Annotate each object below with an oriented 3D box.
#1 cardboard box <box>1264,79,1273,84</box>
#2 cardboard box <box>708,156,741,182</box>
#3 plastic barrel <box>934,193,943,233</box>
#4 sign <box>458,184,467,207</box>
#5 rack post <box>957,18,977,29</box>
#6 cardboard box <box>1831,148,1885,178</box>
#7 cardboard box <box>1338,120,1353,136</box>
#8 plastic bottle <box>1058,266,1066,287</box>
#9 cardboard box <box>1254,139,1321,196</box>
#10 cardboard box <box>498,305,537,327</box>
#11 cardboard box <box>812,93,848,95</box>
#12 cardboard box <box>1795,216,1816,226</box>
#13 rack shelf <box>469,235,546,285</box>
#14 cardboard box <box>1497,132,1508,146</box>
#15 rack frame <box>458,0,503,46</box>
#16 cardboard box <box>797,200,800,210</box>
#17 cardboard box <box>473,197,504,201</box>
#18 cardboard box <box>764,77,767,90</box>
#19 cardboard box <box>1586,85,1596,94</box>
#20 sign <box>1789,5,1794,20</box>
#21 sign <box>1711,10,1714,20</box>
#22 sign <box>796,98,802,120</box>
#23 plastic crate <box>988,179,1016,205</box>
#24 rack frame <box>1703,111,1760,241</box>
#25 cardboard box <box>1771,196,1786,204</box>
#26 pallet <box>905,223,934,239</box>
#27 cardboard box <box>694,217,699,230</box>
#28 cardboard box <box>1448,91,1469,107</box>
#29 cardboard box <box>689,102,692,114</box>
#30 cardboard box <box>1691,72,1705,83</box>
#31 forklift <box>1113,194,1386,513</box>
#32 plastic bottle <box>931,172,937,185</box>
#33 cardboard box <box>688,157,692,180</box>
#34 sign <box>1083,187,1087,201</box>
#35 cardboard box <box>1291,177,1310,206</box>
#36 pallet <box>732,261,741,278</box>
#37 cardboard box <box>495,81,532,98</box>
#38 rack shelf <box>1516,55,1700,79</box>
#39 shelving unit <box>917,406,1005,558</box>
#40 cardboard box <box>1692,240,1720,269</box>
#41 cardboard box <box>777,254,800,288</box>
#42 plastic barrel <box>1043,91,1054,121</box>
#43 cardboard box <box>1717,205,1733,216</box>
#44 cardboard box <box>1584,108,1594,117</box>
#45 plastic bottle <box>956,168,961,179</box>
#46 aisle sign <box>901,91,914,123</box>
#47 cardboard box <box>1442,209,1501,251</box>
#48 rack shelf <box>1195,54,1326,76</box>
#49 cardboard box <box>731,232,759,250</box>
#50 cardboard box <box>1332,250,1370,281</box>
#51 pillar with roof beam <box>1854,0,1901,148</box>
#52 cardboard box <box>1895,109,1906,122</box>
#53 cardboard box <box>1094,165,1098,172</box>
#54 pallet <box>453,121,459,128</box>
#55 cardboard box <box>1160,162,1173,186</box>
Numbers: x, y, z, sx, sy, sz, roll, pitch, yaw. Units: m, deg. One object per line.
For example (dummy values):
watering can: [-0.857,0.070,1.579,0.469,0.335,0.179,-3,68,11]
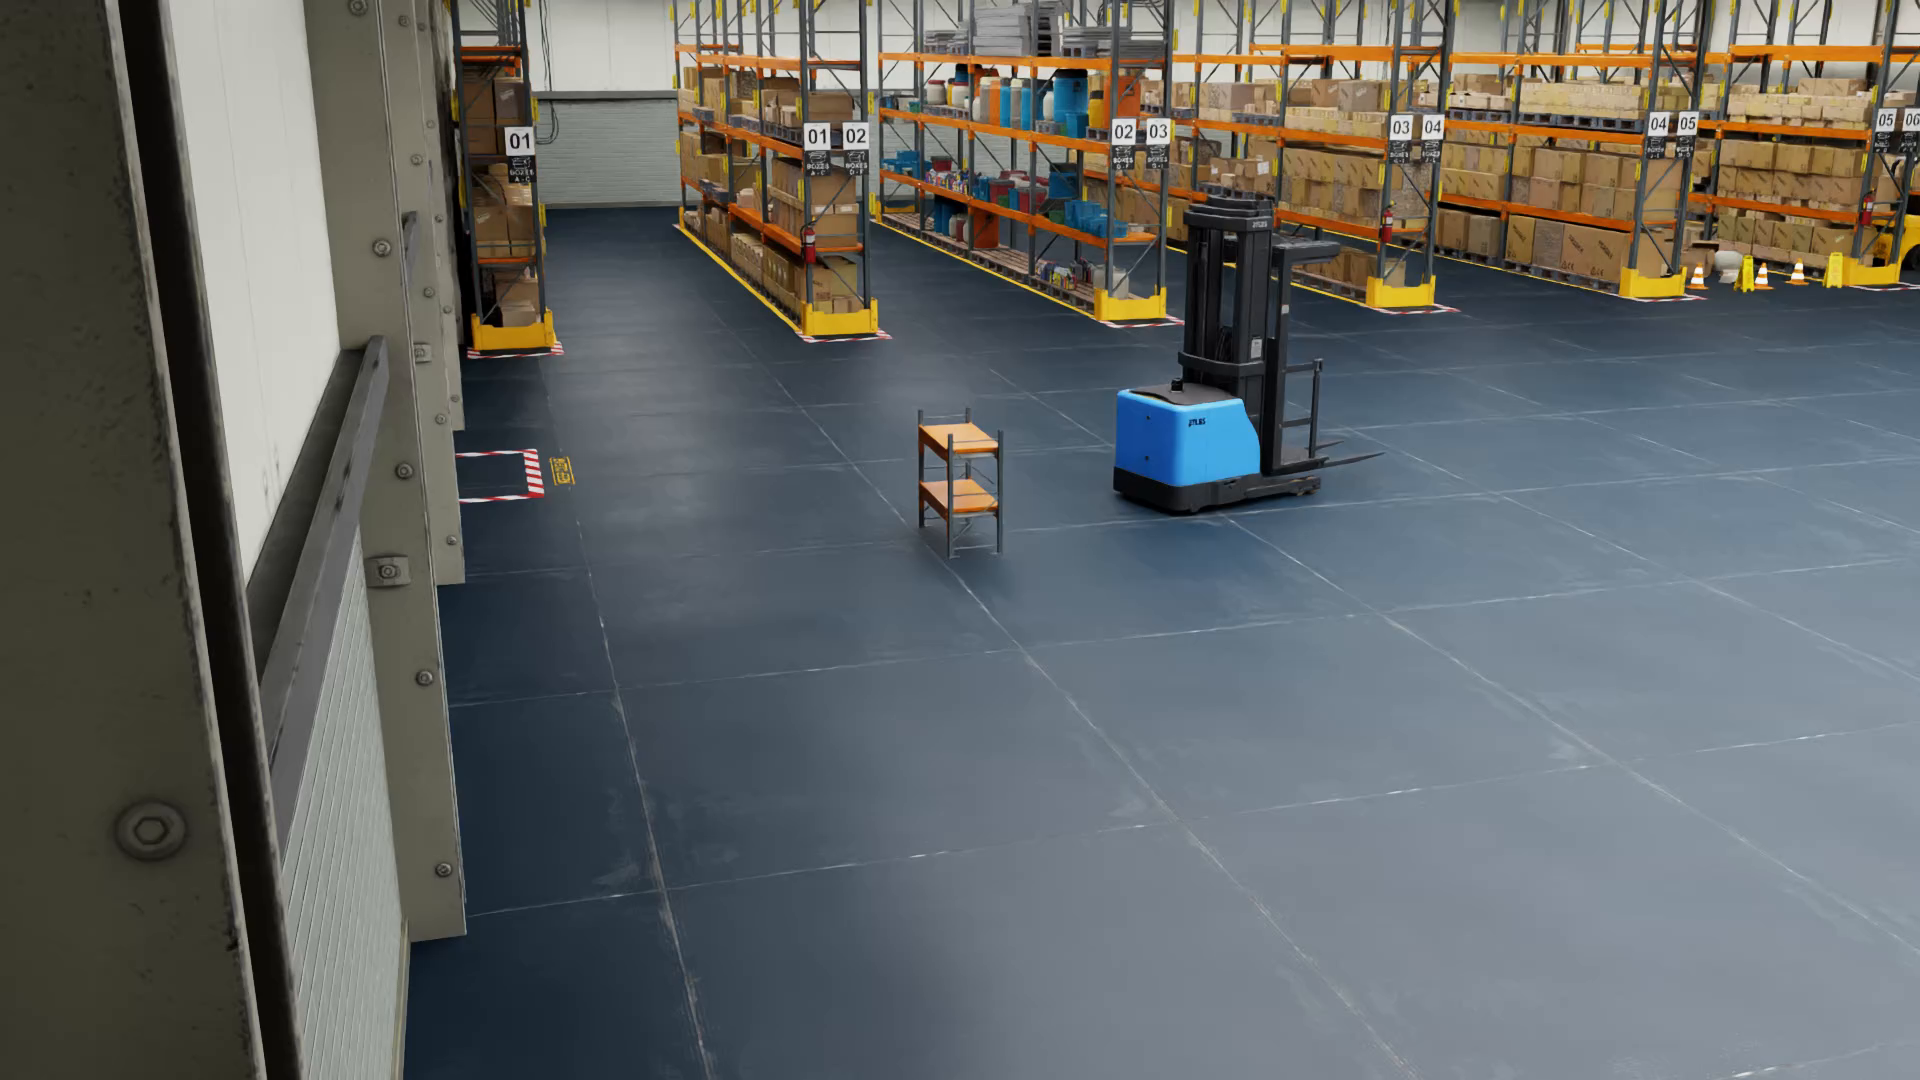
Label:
cardboard box: [8.026,-11.743,42.614,0.380,0.149,0.250,-4,17,-14]
cardboard box: [-5.026,-7.938,35.558,0.700,0.500,0.500,-2,17,-6]
plastic barrel: [-0.294,-7.458,37.780,0.600,0.901,0.708,-5,17,-15]
sign: [-7.195,-4.978,24.047,0.100,0.325,0.005,-5,17,-15]
rack post: [0.363,-10.635,34.115,0.624,0.289,0.986,-5,17,-15]
cardboard box: [16.811,-7.062,31.118,0.700,0.500,0.500,-5,17,-17]
cardboard box: [6.983,-7.244,29.198,0.500,0.250,0.500,-4,17,-14]
plastic bottle: [1.814,-4.665,29.406,0.144,0.351,0.185,-4,17,-13]
cardboard box: [6.449,-7.311,32.603,1.000,1.000,1.000,-5,17,-15]
cardboard box: [-6.759,-3.432,25.371,0.500,0.311,0.500,-7,18,-22]
cardboard box: [-2.087,-6.937,26.769,0.500,0.500,0.500,-5,17,-15]
cardboard box: [16.459,-6.190,32.262,0.380,0.149,0.250,-4,17,-14]
rack shelf: [-7.205,-4.519,26.332,1.077,0.370,4.000,-5,17,-15]
cardboard box: [13.708,-9.971,41.317,0.500,0.500,0.500,-4,17,-15]
rack frame: [-11.052,-11.610,38.257,1.000,3.000,0.127,-5,17,-15]
cardboard box: [-2.392,-5.365,26.596,0.380,0.149,0.250,-4,17,-15]
cardboard box: [-7.264,-5.004,25.617,0.500,0.500,0.500,-5,17,-17]
cardboard box: [-3.303,-8.064,29.896,0.500,0.500,0.500,-3,17,-10]
cardboard box: [11.661,-8.215,30.317,0.380,0.149,0.250,-5,17,-16]
sign: [19.215,-12.188,38.422,0.100,0.325,0.005,-5,17,-15]
sign: [19.167,-13.424,42.397,0.100,0.325,0.005,-5,17,-15]
sign: [-2.419,-6.487,25.016,0.100,0.325,0.005,-5,17,-15]
plastic crate: [0.822,-6.866,32.783,0.402,0.464,0.583,-5,17,-15]
rack frame: [16.062,-7.375,34.589,1.000,3.000,0.127,-5,17,-15]
cardboard box: [16.279,-6.721,32.846,0.380,0.149,0.250,-5,17,-15]
pallet: [-0.667,-7.278,39.112,1.003,0.211,1.213,-5,17,-15]
cardboard box: [-5.827,-7.288,38.208,0.500,0.311,0.500,-5,17,-15]
cardboard box: [10.497,-9.207,34.725,0.500,0.311,0.500,-5,17,-16]
cardboard box: [-5.853,-9.778,37.633,0.500,0.250,0.500,-5,17,-15]
cardboard box: [18.785,-11.809,42.430,0.396,0.266,0.258,-5,17,-16]
forklift: [3.056,-1.968,16.705,3.031,2.935,1.130,-10,20,-31]
plastic bottle: [-0.566,-8.094,37.199,0.152,0.276,0.135,-5,17,-15]
cardboard box: [-6.004,-8.614,38.538,0.500,0.500,0.500,-4,17,-15]
sign: [2.303,-6.373,30.772,0.100,0.325,0.005,-5,17,-15]
cardboard box: [6.701,-6.512,31.024,0.875,0.500,0.500,-5,17,-15]
pallet: [-3.903,-5.350,32.693,1.003,0.211,1.213,-5,17,-15]
cardboard box: [-6.617,-6.552,24.688,0.500,0.500,0.500,-5,17,-16]
rack shelf: [11.880,-8.740,30.650,1.077,0.370,4.000,-5,17,-15]
shelving unit: [-0.002,-0.541,15.094,0.538,1.125,1.048,-5,17,-15]
cardboard box: [15.048,-5.776,33.604,0.500,0.500,0.500,7,18,23]
cardboard box: [-2.752,-4.485,27.714,0.500,0.500,0.500,-5,17,-15]
plastic barrel: [1.700,-7.757,29.721,0.421,0.512,0.421,0,17,0]
cardboard box: [19.137,-8.263,41.160,0.500,0.500,0.500,-4,17,-13]
cardboard box: [11.663,-7.832,30.427,0.380,0.149,0.250,-5,17,-15]
plastic bottle: [0.001,-8.150,37.253,0.144,0.351,0.185,-5,17,-15]
aisle sign: [-1.265,-10.808,41.497,0.394,0.787,0.004,-5,17,-15]
cardboard box: [10.811,-6.512,34.894,1.050,0.750,0.750,-5,17,-15]
rack shelf: [5.984,-9.482,33.121,1.077,0.370,4.000,-5,17,-15]
cardboard box: [-4.230,-5.901,32.756,0.500,0.311,0.500,-4,17,-13]
cardboard box: [7.126,-5.001,30.299,0.500,0.500,0.500,-3,17,-10]
pillar with roof beam: [16.820,-11.119,36.623,9.100,9.000,0.400,-5,17,-15]
cardboard box: [17.279,-7.936,30.986,0.500,0.250,0.500,-5,17,-16]
cardboard box: [3.513,-9.169,40.997,0.380,0.149,0.250,-4,17,-14]
pallet: [-9.082,-8.044,31.928,1.213,0.211,1.003,-4,17,-13]
cardboard box: [4.783,-8.145,36.977,0.500,0.500,0.500,-5,18,-17]
